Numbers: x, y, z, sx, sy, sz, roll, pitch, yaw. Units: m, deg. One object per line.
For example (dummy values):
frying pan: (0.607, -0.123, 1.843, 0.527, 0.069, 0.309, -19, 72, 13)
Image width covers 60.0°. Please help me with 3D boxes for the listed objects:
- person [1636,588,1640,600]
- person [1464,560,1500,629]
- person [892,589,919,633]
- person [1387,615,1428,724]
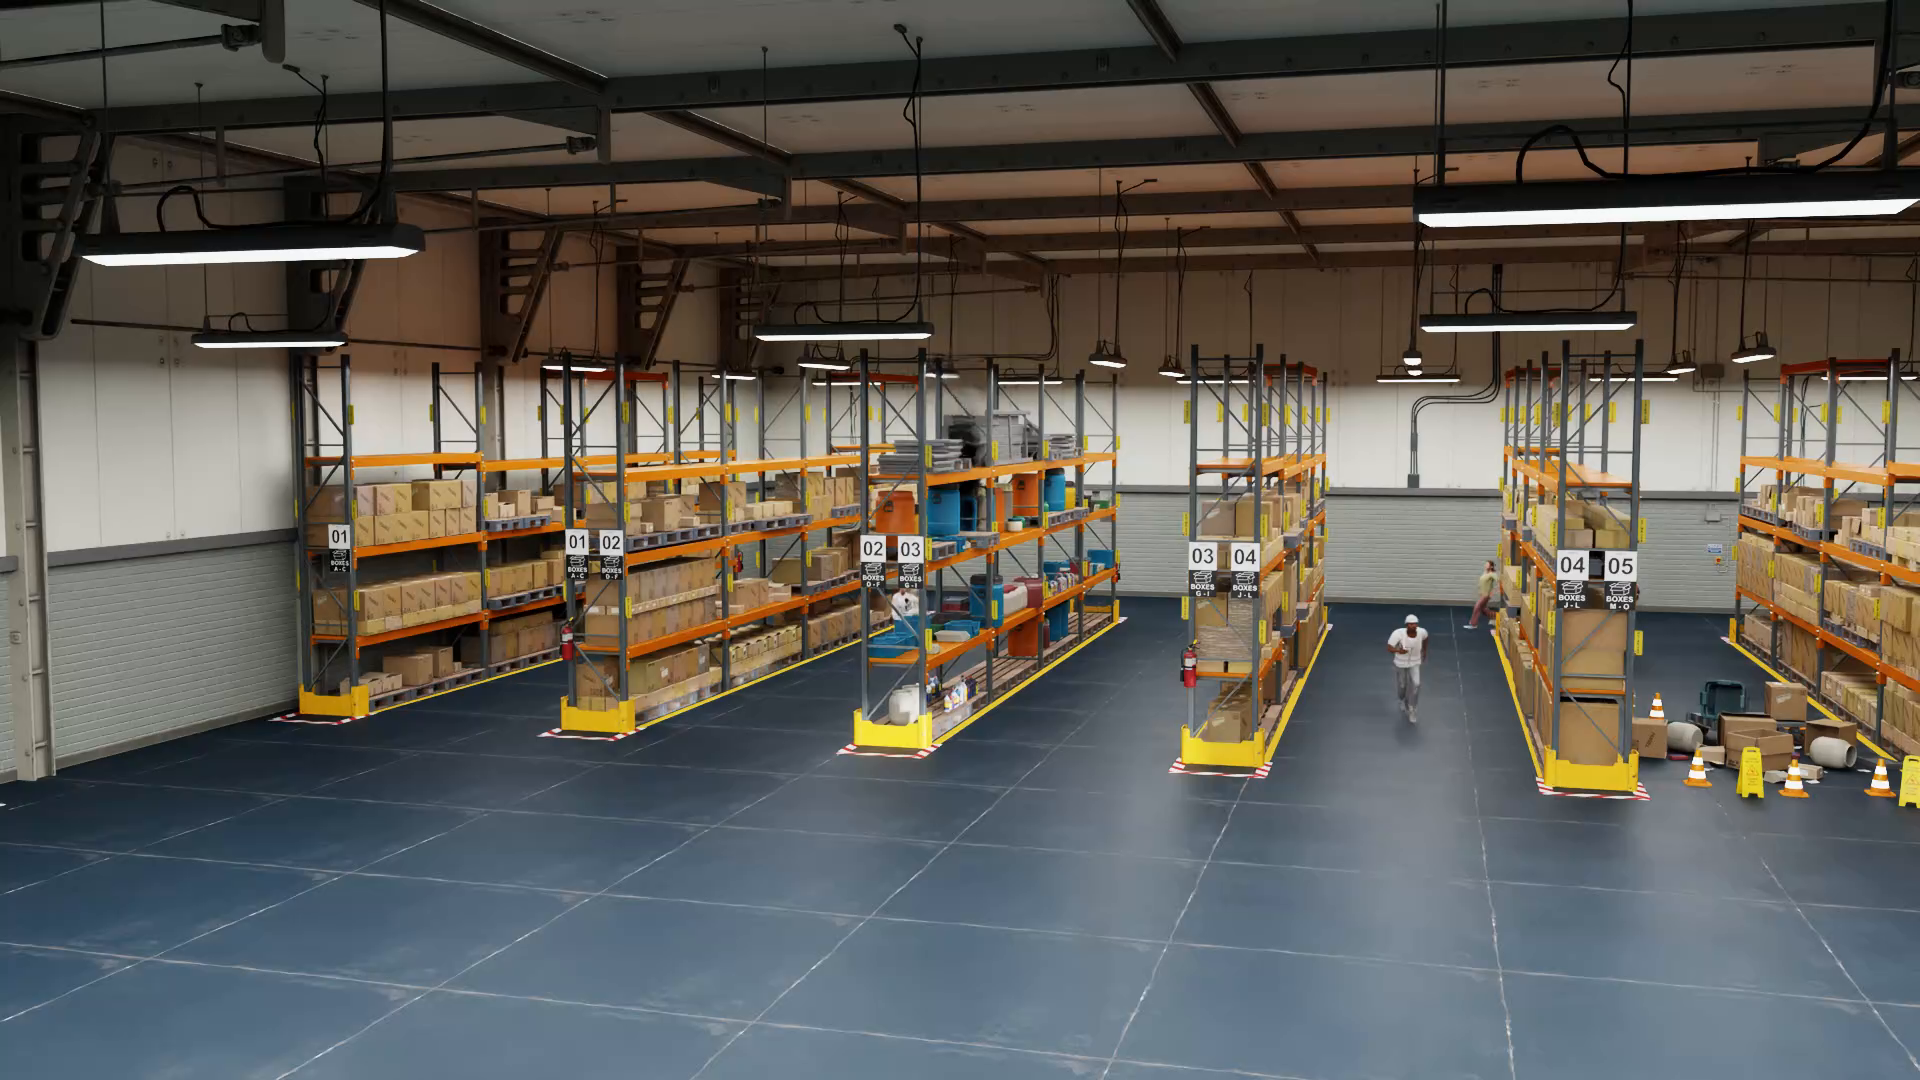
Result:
person: (14.163, 1.448, 35.718, 0.735, 1.758, 0.922, 1, 4, 9)
person: (12.265, 1.278, 38.734, 0.887, 1.623, 0.635, -1, 4, -12)
person: (-1.064, 1.554, 31.110, 0.612, 1.678, 0.621, 1, 4, 17)
person: (7.377, 2.086, 27.442, 0.694, 1.772, 1.006, 1, 4, 7)
